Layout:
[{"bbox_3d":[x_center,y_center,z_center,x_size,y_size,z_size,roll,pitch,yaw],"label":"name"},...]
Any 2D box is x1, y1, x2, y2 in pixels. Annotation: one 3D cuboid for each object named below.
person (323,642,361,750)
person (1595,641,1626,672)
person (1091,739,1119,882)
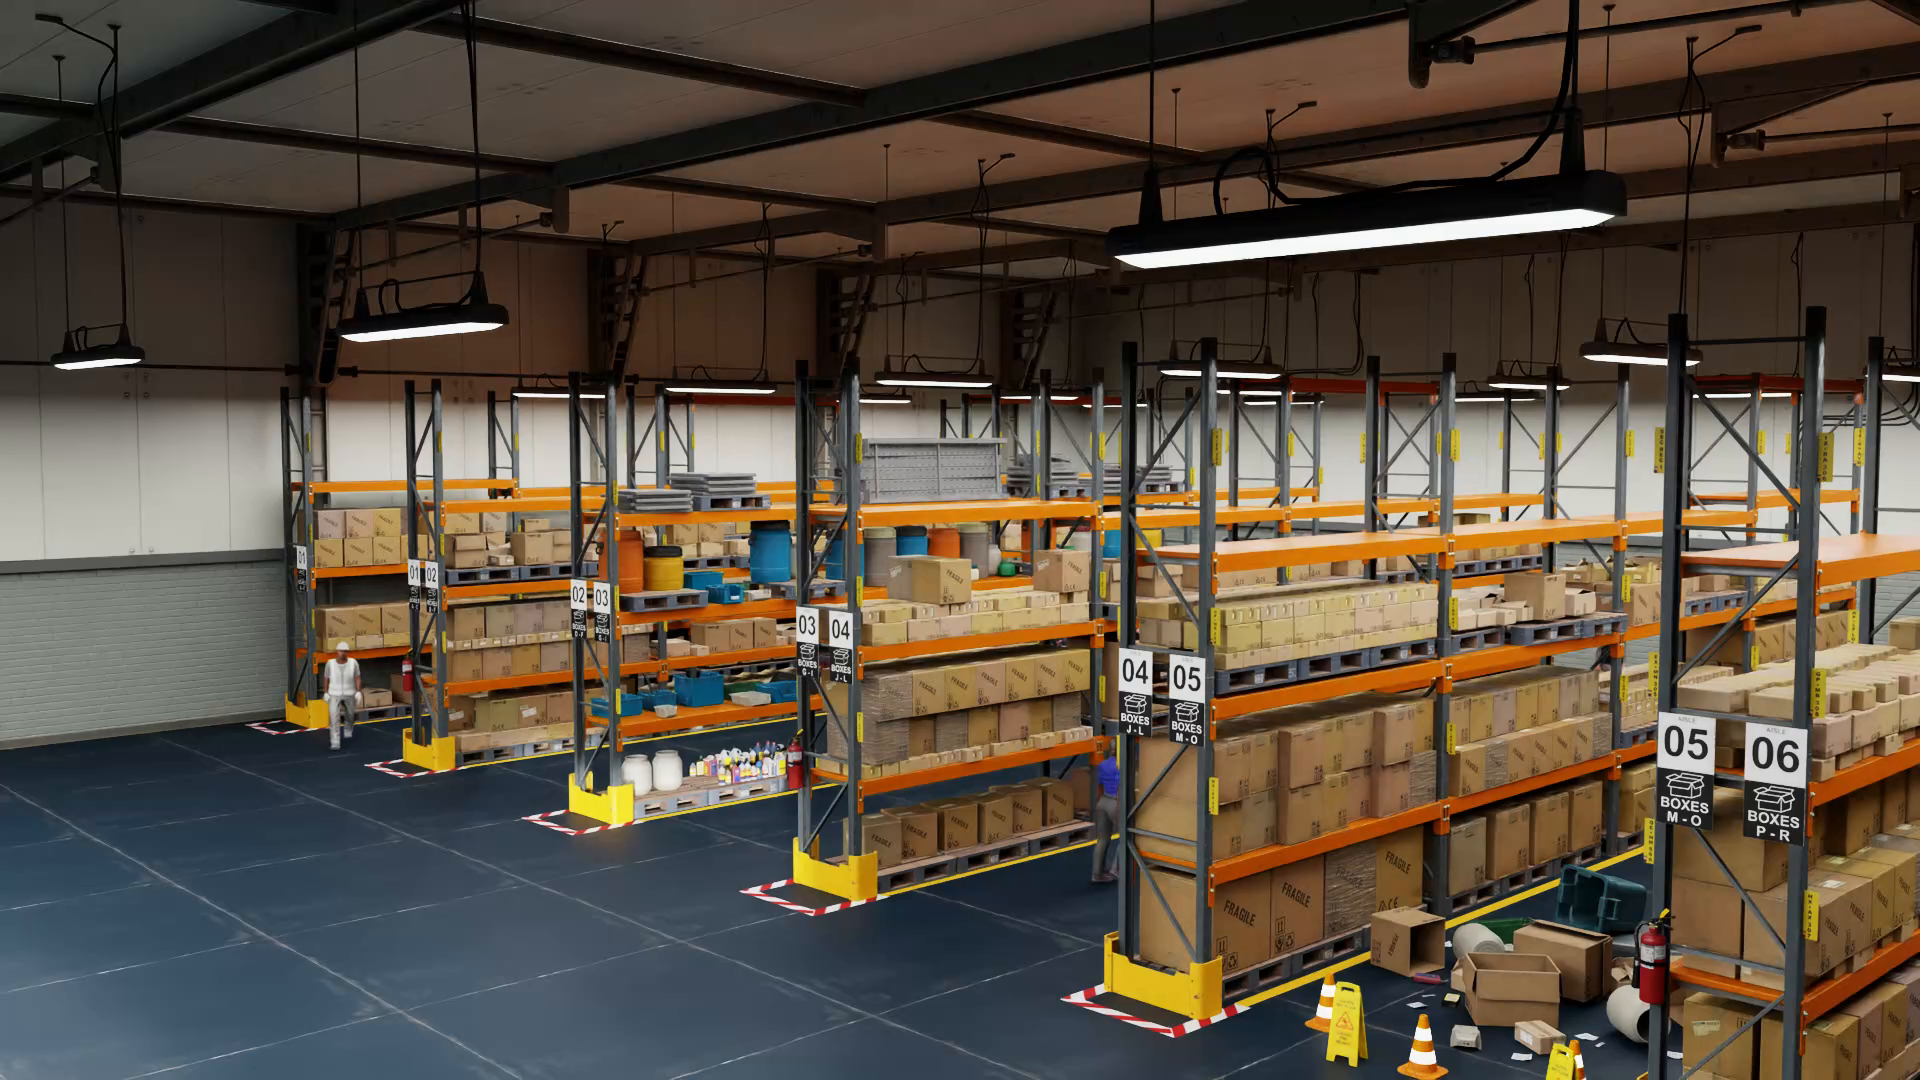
[{"bbox_3d":[-10.216,2.552,27.514,0.563,1.732,1.085,-2,4,-28],"label":"person"},{"bbox_3d":[12.364,2.350,31.491,0.525,1.610,1.056,-1,4,-10],"label":"person"},{"bbox_3d":[1.749,3.117,19.127,0.518,1.658,0.499,-2,4,-32],"label":"person"}]
